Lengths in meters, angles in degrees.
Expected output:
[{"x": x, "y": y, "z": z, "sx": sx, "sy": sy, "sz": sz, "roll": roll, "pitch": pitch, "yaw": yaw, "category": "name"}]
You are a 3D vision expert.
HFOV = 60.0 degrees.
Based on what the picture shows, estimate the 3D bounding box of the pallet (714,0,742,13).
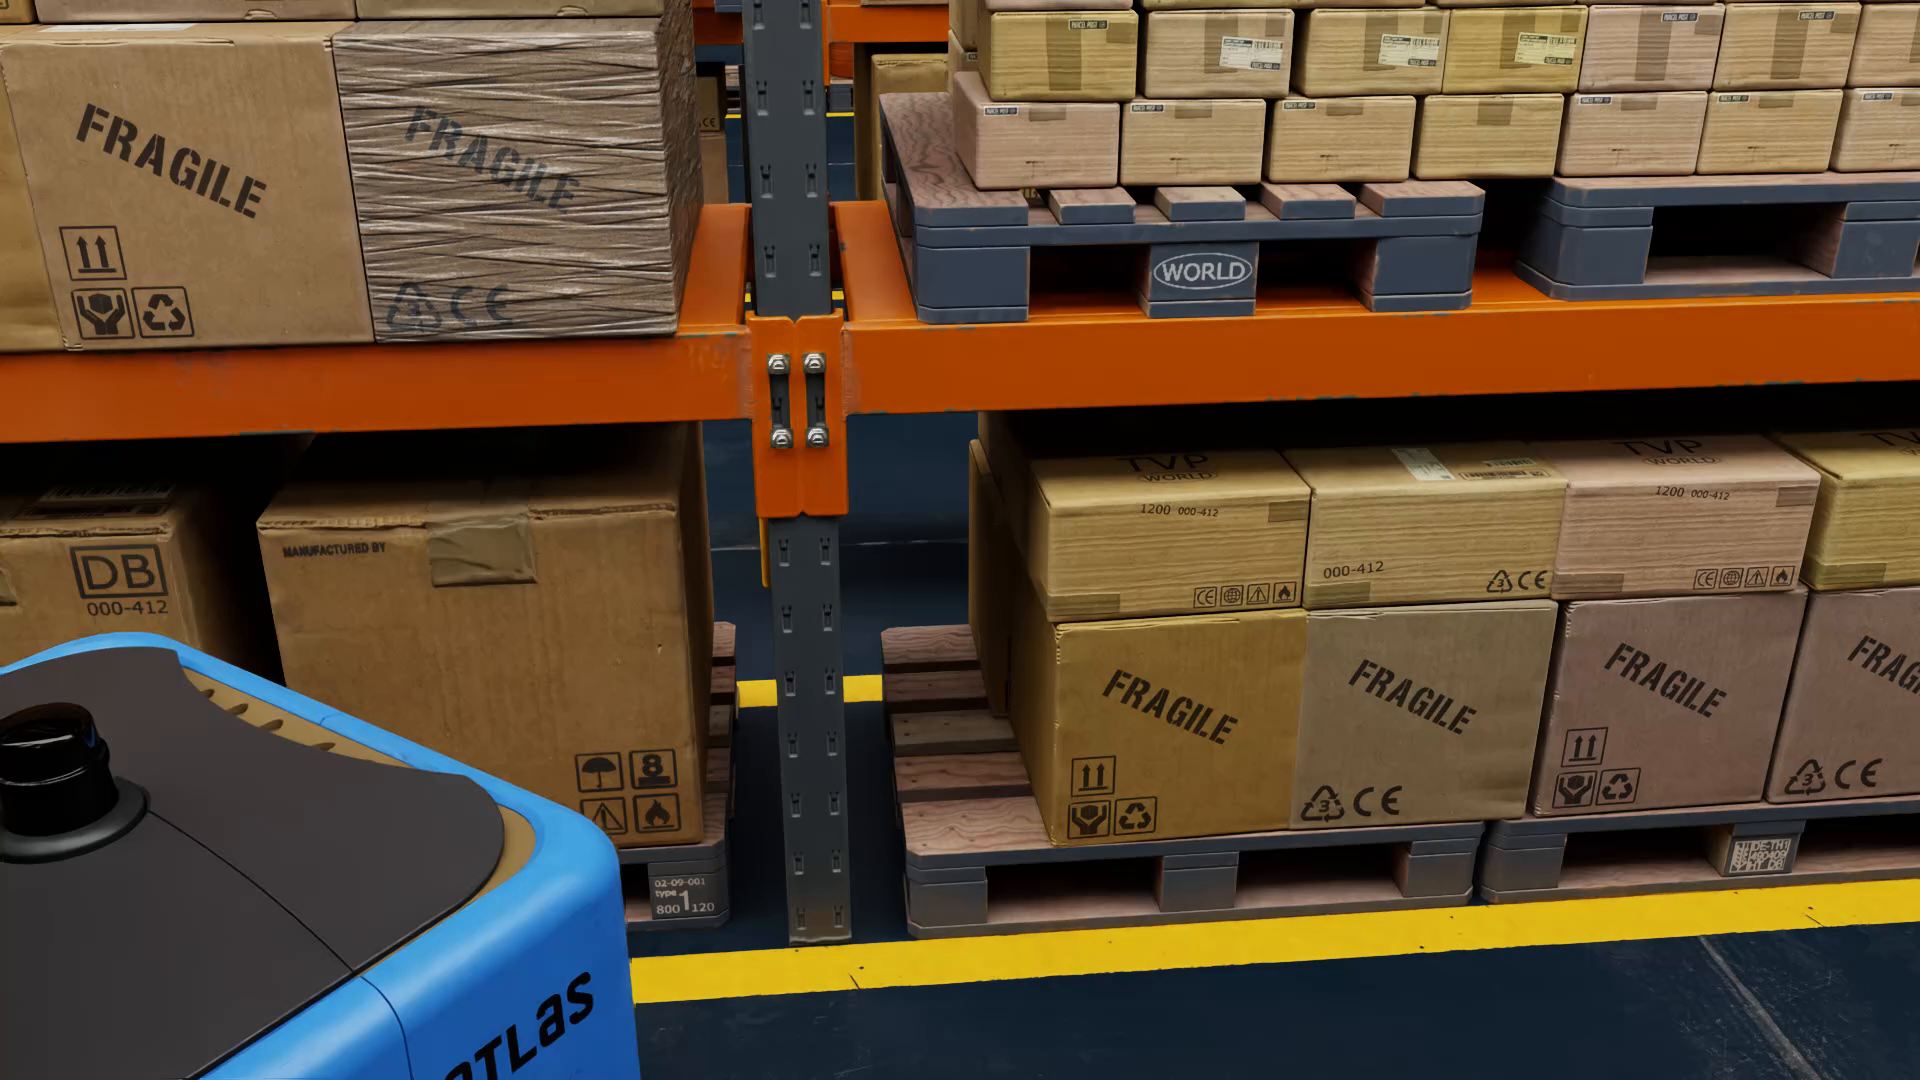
[{"x": -1.419, "y": -2.596, "z": 7.634, "sx": 1.003, "sy": 0.211, "sz": 1.213, "roll": -2, "pitch": 24, "yaw": -5, "category": "pallet"}]

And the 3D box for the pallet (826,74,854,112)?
[{"x": -0.426, "y": -3.531, "z": 12.935, "sx": 1.213, "sy": 0.211, "sz": 1.003, "roll": -2, "pitch": 24, "yaw": -5, "category": "pallet"}]

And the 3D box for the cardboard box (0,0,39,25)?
[{"x": -1.794, "y": -1.193, "z": 2.887, "sx": 0.500, "sy": 0.500, "sz": 0.700, "roll": -3, "pitch": 24, "yaw": -6, "category": "cardboard box"}]

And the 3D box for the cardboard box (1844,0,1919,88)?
[{"x": 1.717, "y": -0.962, "z": 3.147, "sx": 0.250, "sy": 0.149, "sz": 0.380, "roll": -1, "pitch": 24, "yaw": -3, "category": "cardboard box"}]

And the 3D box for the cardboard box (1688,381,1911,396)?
[{"x": 1.849, "y": -0.335, "z": 3.947, "sx": 0.500, "sy": 0.250, "sz": 0.500, "roll": -1, "pitch": 24, "yaw": -3, "category": "cardboard box"}]

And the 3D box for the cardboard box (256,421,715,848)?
[{"x": -0.948, "y": 0.078, "z": 3.635, "sx": 0.750, "sy": 0.750, "sz": 1.050, "roll": -3, "pitch": 24, "yaw": -6, "category": "cardboard box"}]

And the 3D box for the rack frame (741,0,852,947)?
[{"x": -0.333, "y": -0.746, "z": 3.236, "sx": 0.127, "sy": 3.000, "sz": 1.000, "roll": -2, "pitch": 24, "yaw": -5, "category": "rack frame"}]

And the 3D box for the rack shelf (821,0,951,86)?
[{"x": 1.270, "y": -2.506, "z": 8.081, "sx": 4.000, "sy": 0.370, "sz": 1.077, "roll": -2, "pitch": 24, "yaw": -5, "category": "rack shelf"}]

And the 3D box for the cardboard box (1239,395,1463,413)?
[{"x": 0.823, "y": -0.296, "z": 3.861, "sx": 0.500, "sy": 0.250, "sz": 0.500, "roll": -2, "pitch": 24, "yaw": -4, "category": "cardboard box"}]

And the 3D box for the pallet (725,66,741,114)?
[{"x": -1.982, "y": -3.468, "z": 12.792, "sx": 1.213, "sy": 0.211, "sz": 1.003, "roll": -2, "pitch": 24, "yaw": -5, "category": "pallet"}]

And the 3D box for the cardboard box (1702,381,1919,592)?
[{"x": 1.894, "y": -0.124, "z": 3.474, "sx": 0.500, "sy": 0.250, "sz": 0.500, "roll": -3, "pitch": 24, "yaw": -7, "category": "cardboard box"}]

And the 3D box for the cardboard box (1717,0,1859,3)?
[{"x": 1.454, "y": -1.089, "z": 3.066, "sx": 0.250, "sy": 0.149, "sz": 0.380, "roll": -2, "pitch": 24, "yaw": -4, "category": "cardboard box"}]

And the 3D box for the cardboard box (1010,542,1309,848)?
[{"x": 0.396, "y": 0.279, "z": 3.490, "sx": 0.500, "sy": 0.500, "sz": 0.500, "roll": -3, "pitch": 24, "yaw": -7, "category": "cardboard box"}]

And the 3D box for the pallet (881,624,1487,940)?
[{"x": 0.445, "y": 0.497, "z": 3.871, "sx": 1.213, "sy": 0.211, "sz": 1.003, "roll": -2, "pitch": 24, "yaw": -5, "category": "pallet"}]

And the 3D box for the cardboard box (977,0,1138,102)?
[{"x": 0.168, "y": -0.897, "z": 3.002, "sx": 0.250, "sy": 0.149, "sz": 0.380, "roll": -1, "pitch": 24, "yaw": -3, "category": "cardboard box"}]

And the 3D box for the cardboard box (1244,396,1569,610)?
[{"x": 0.882, "y": -0.089, "z": 3.393, "sx": 0.500, "sy": 0.250, "sz": 0.500, "roll": -3, "pitch": 24, "yaw": -6, "category": "cardboard box"}]

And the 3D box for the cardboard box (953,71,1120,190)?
[{"x": 0.132, "y": -0.760, "z": 3.058, "sx": 0.250, "sy": 0.149, "sz": 0.380, "roll": -3, "pitch": 24, "yaw": -6, "category": "cardboard box"}]

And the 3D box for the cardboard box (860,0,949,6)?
[{"x": -0.210, "y": -2.710, "z": 7.531, "sx": 0.500, "sy": 0.500, "sz": 0.500, "roll": -2, "pitch": 24, "yaw": -4, "category": "cardboard box"}]

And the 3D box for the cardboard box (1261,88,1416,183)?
[{"x": 0.668, "y": -0.781, "z": 3.107, "sx": 0.250, "sy": 0.149, "sz": 0.380, "roll": -1, "pitch": 24, "yaw": -2, "category": "cardboard box"}]

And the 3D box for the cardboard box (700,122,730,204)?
[{"x": -1.385, "y": -1.779, "z": 8.096, "sx": 0.500, "sy": 0.500, "sz": 0.700, "roll": -4, "pitch": 24, "yaw": -8, "category": "cardboard box"}]

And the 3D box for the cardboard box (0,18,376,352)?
[{"x": -1.251, "y": -0.646, "z": 2.888, "sx": 0.500, "sy": 0.500, "sz": 0.500, "roll": -2, "pitch": 24, "yaw": -5, "category": "cardboard box"}]

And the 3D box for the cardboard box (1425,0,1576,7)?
[{"x": 0.921, "y": -1.066, "z": 3.014, "sx": 0.250, "sy": 0.149, "sz": 0.380, "roll": -3, "pitch": 24, "yaw": -7, "category": "cardboard box"}]

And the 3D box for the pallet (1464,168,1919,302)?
[{"x": 1.633, "y": -0.754, "z": 3.490, "sx": 1.213, "sy": 0.211, "sz": 1.003, "roll": -2, "pitch": 24, "yaw": -5, "category": "pallet"}]

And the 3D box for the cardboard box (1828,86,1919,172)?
[{"x": 1.710, "y": -0.823, "z": 3.201, "sx": 0.250, "sy": 0.149, "sz": 0.380, "roll": -3, "pitch": 24, "yaw": -7, "category": "cardboard box"}]

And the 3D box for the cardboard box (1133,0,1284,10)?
[{"x": 0.413, "y": -1.047, "z": 2.973, "sx": 0.250, "sy": 0.149, "sz": 0.380, "roll": -3, "pitch": 24, "yaw": -7, "category": "cardboard box"}]

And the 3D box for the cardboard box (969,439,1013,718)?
[{"x": 0.296, "y": 0.072, "z": 3.955, "sx": 0.500, "sy": 0.500, "sz": 0.500, "roll": -2, "pitch": 24, "yaw": -5, "category": "cardboard box"}]

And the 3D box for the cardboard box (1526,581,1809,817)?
[{"x": 1.406, "y": 0.235, "z": 3.589, "sx": 0.500, "sy": 0.500, "sz": 0.500, "roll": -3, "pitch": 24, "yaw": -6, "category": "cardboard box"}]

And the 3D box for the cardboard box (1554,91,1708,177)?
[{"x": 1.201, "y": -0.804, "z": 3.159, "sx": 0.250, "sy": 0.149, "sz": 0.380, "roll": -2, "pitch": 24, "yaw": -3, "category": "cardboard box"}]

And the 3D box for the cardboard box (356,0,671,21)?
[{"x": -0.781, "y": -1.235, "z": 2.981, "sx": 0.500, "sy": 0.500, "sz": 0.700, "roll": -2, "pitch": 24, "yaw": -5, "category": "cardboard box"}]

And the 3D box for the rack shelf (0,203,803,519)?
[{"x": -2.323, "y": -0.338, "z": 3.202, "sx": 4.000, "sy": 0.370, "sz": 1.077, "roll": -2, "pitch": 24, "yaw": -5, "category": "rack shelf"}]

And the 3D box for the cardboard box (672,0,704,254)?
[{"x": -0.806, "y": -0.883, "z": 3.421, "sx": 0.500, "sy": 0.500, "sz": 0.500, "roll": -2, "pitch": 24, "yaw": -5, "category": "cardboard box"}]

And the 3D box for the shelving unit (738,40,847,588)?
[{"x": -0.076, "y": -0.682, "z": 4.939, "sx": 1.083, "sy": 1.500, "sz": 0.587, "roll": -2, "pitch": 24, "yaw": -5, "category": "shelving unit"}]

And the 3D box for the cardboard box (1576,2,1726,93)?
[{"x": 1.202, "y": -0.941, "z": 3.100, "sx": 0.250, "sy": 0.149, "sz": 0.380, "roll": -2, "pitch": 24, "yaw": -5, "category": "cardboard box"}]

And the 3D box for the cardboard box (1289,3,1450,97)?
[{"x": 0.703, "y": -0.921, "z": 3.055, "sx": 0.250, "sy": 0.149, "sz": 0.380, "roll": -3, "pitch": 24, "yaw": -7, "category": "cardboard box"}]
